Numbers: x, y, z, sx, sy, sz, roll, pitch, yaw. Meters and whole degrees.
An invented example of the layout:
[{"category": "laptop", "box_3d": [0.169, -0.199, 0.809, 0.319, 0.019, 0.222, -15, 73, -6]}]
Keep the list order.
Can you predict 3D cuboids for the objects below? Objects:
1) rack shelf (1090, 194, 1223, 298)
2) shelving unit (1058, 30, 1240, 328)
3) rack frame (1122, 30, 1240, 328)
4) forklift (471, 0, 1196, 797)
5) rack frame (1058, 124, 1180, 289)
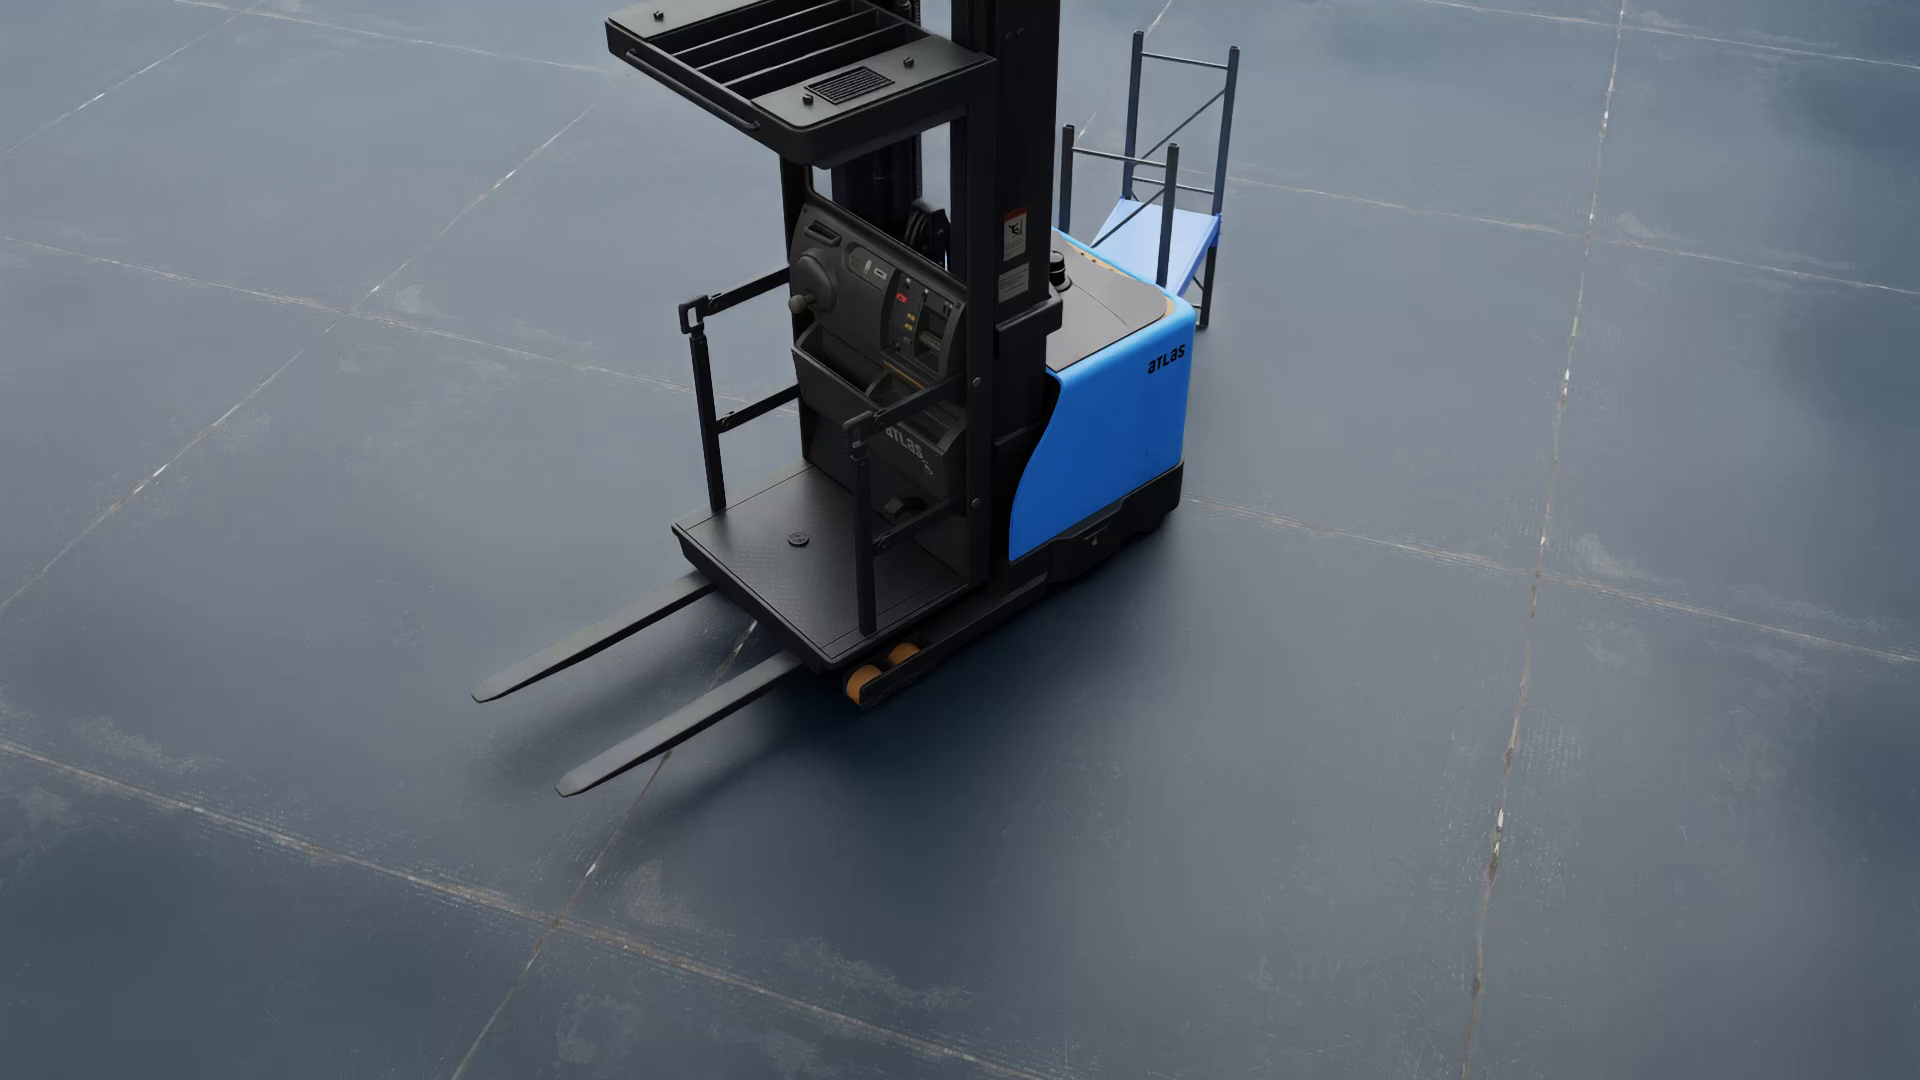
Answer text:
[{"category": "rack shelf", "box_3d": [0.854, -1.283, 7.875, 0.538, 0.185, 1.000, 14, 42, 16]}, {"category": "shelving unit", "box_3d": [0.854, -1.420, 7.758, 0.538, 1.500, 1.048, 14, 42, 16]}, {"category": "rack frame", "box_3d": [1.040, -1.727, 8.118, 0.500, 1.500, 0.032, 14, 42, 16]}, {"category": "forklift", "box_3d": [-0.472, -0.849, 5.987, 3.031, 2.935, 1.130, -29, 49, -30]}, {"category": "rack frame", "box_3d": [0.669, -1.112, 7.398, 0.500, 1.500, 0.032, 14, 42, 16]}]
